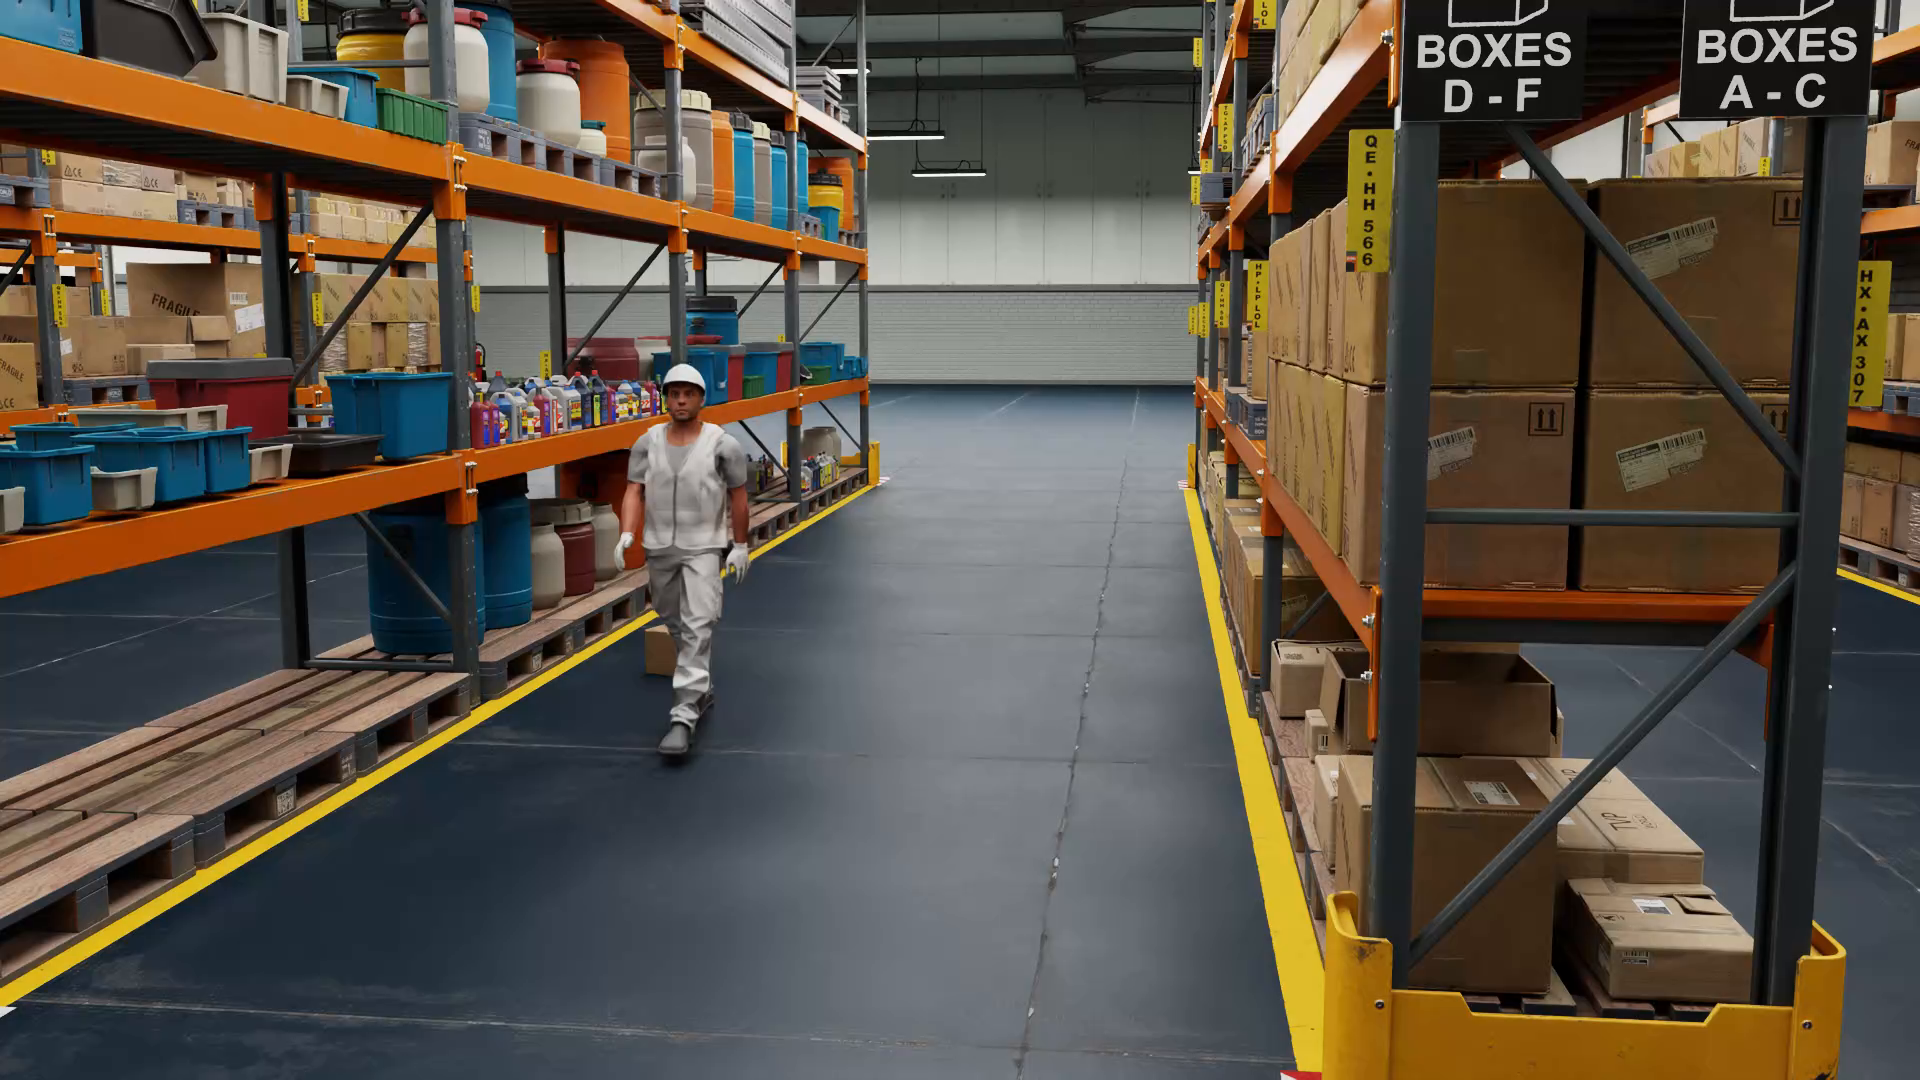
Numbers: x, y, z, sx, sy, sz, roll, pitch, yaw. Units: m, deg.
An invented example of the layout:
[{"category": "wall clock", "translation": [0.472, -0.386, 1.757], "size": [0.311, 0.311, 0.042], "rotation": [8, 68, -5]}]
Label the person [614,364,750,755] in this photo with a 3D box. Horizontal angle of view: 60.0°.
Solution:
[{"category": "person", "translation": [-1.305, 0.049, 7.707], "size": [0.541, 1.719, 1.055], "rotation": [1, 8, 10]}]
